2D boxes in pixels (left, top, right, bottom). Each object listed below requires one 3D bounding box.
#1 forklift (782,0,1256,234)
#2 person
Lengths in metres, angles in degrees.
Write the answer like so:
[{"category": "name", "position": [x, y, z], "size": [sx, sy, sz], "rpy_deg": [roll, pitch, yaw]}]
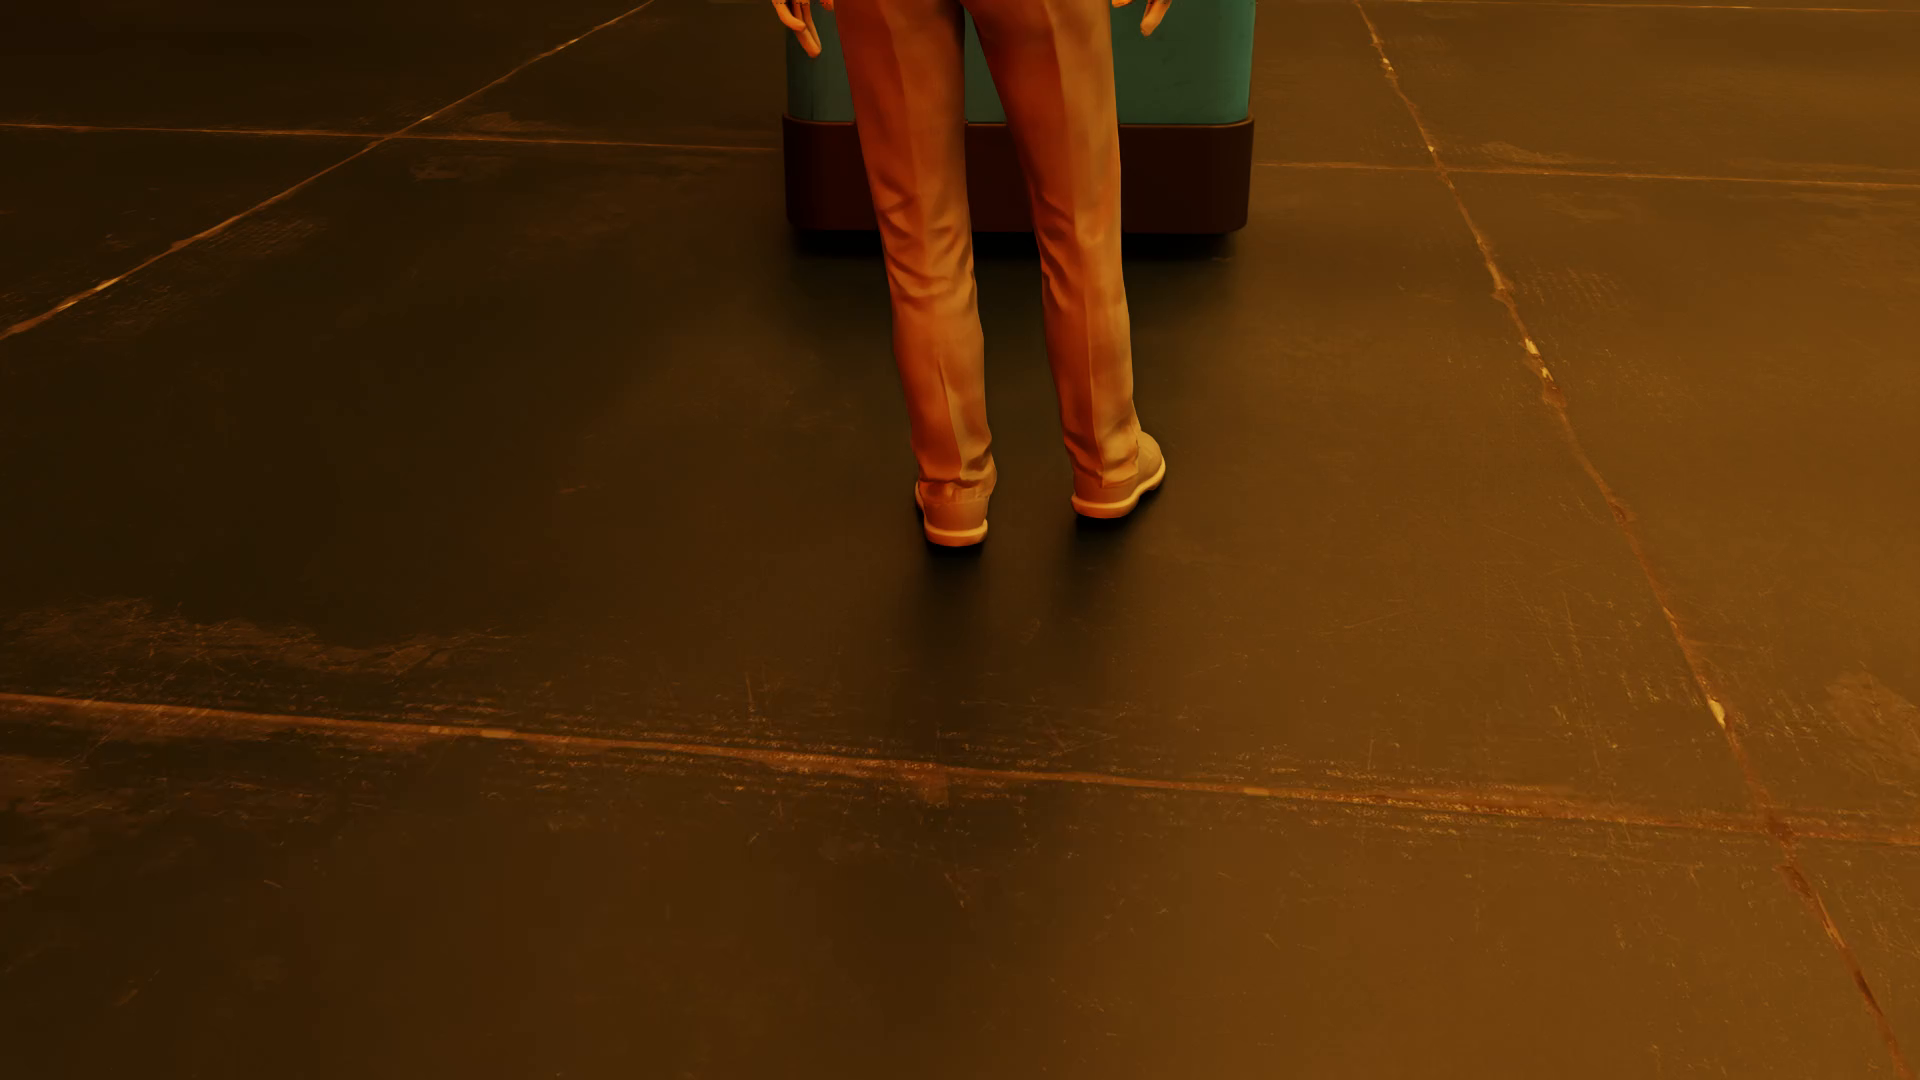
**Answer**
[{"category": "forklift", "position": [0.179, -2.609, 4.447], "size": [1.130, 2.935, 3.031], "rpy_deg": [1, 27, 2]}, {"category": "person", "position": [0.015, -0.794, 2.177], "size": [0.587, 1.696, 0.534], "rpy_deg": [3, 27, 7]}]
